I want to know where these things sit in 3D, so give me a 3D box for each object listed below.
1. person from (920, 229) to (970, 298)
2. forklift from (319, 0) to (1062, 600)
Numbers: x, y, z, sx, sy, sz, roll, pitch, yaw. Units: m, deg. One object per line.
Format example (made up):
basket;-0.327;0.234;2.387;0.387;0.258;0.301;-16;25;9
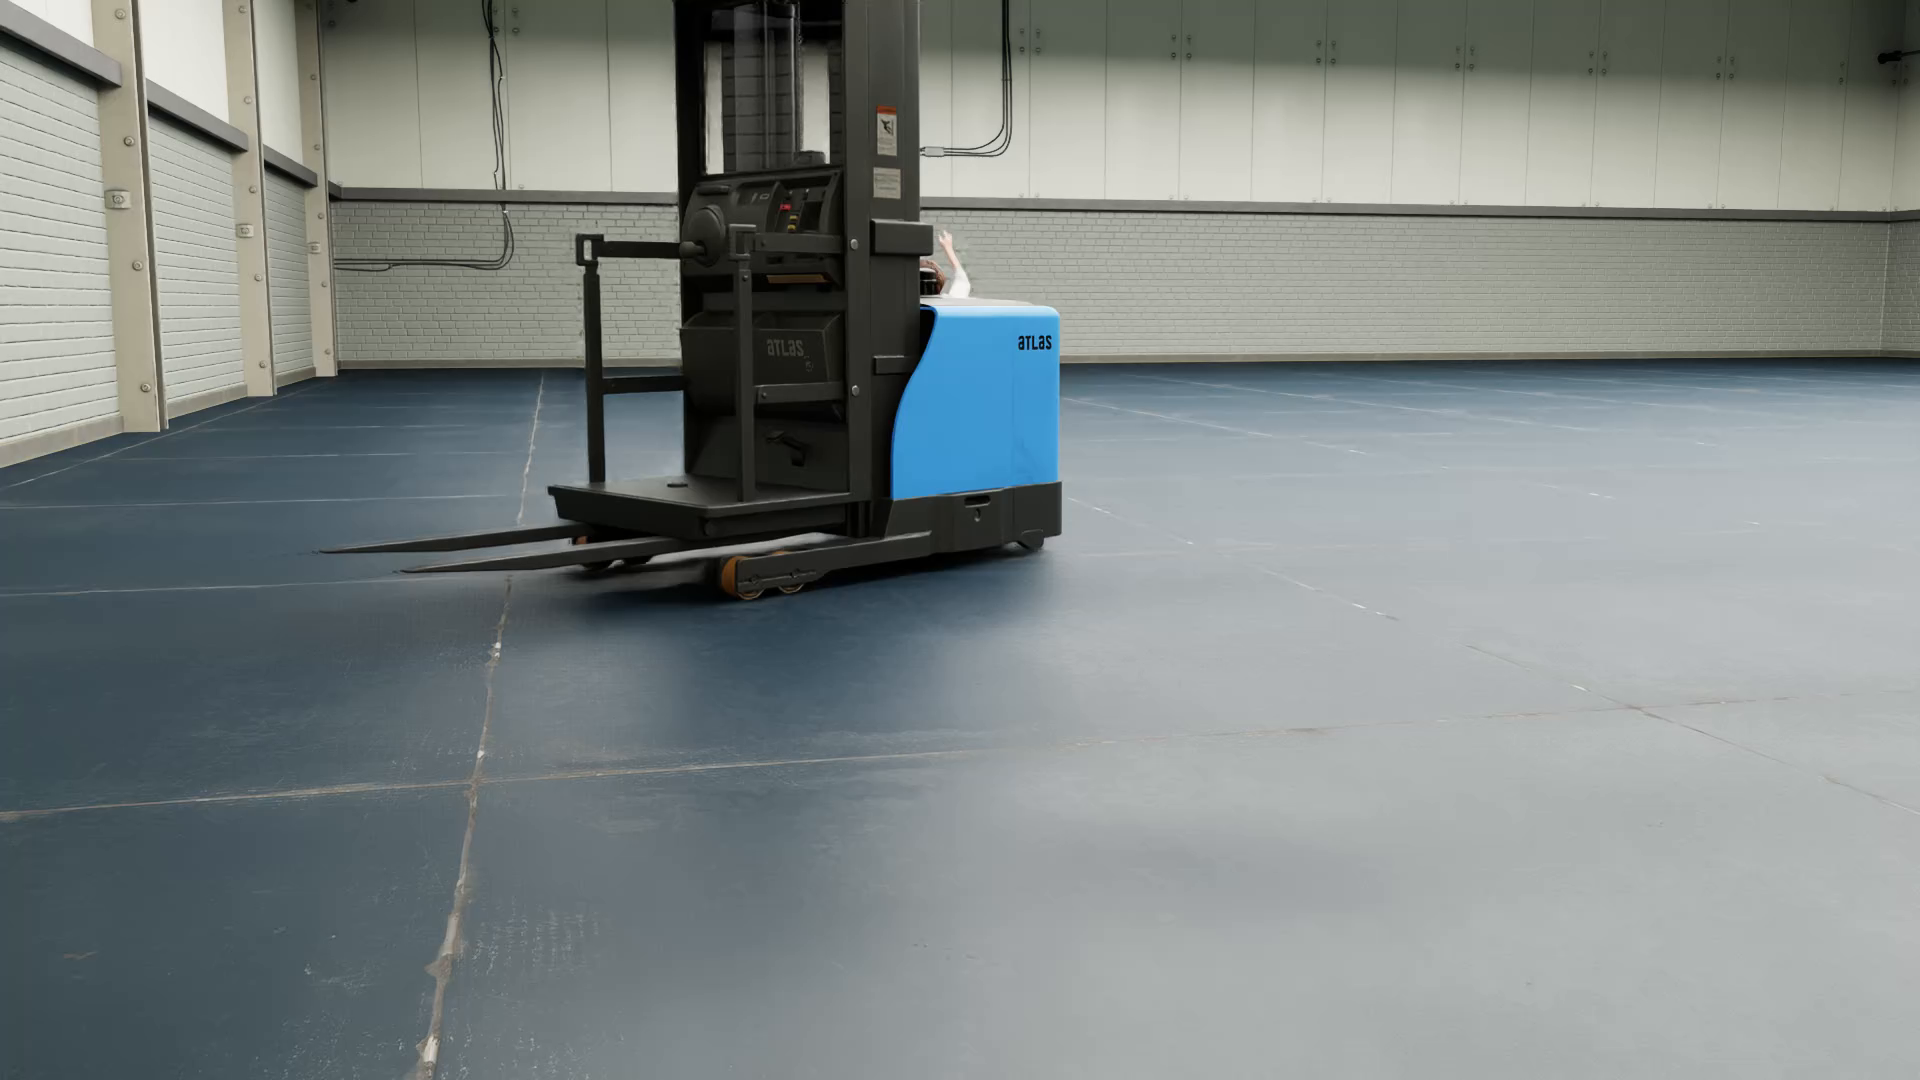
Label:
person;-0.308;-0.863;8.485;0.821;1.480;0.661;-4;9;-26
forklift;-0.948;-1.310;6.494;3.031;2.935;1.130;-8;11;-44
